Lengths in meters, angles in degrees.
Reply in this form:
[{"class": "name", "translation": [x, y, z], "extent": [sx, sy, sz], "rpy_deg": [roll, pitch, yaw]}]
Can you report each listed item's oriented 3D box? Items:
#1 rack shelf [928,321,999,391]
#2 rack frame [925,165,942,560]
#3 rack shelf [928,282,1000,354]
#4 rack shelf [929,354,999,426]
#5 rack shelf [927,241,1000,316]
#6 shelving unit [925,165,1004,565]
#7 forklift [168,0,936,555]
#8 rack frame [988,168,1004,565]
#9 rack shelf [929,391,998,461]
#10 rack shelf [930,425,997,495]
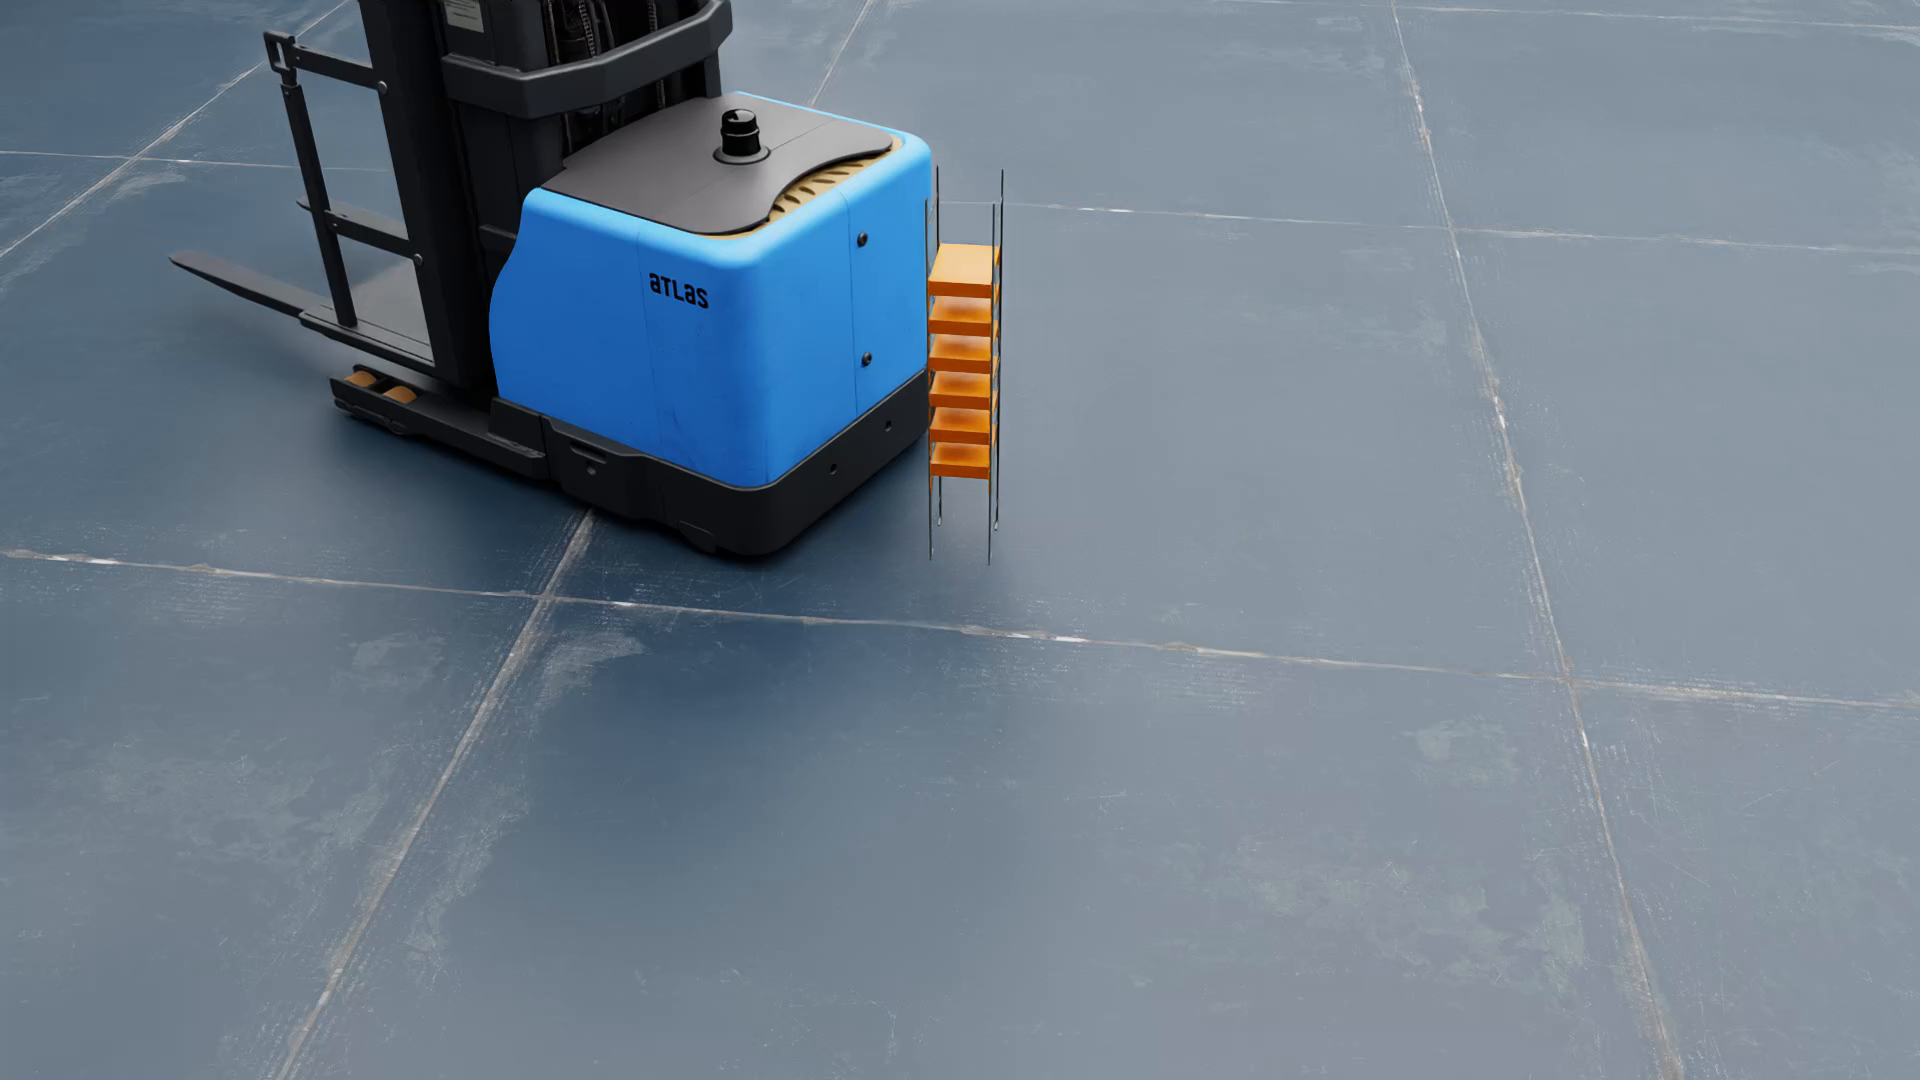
[{"class": "rack shelf", "translation": [0.014, -0.549, 4.856], "extent": [0.180, 0.103, 0.258], "rpy_deg": [4, 36, 6]}, {"class": "rack frame", "translation": [-0.076, -0.494, 4.909], "extent": [0.006, 1.200, 0.240], "rpy_deg": [4, 36, 6]}, {"class": "rack shelf", "translation": [0.014, -0.646, 4.786], "extent": [0.180, 0.103, 0.258], "rpy_deg": [4, 36, 6]}, {"class": "rack shelf", "translation": [0.014, -0.451, 4.926], "extent": [0.180, 0.103, 0.258], "rpy_deg": [4, 36, 6]}, {"class": "rack shelf", "translation": [0.014, -0.744, 4.717], "extent": [0.180, 0.103, 0.258], "rpy_deg": [4, 36, 6]}, {"class": "shelving unit", "translation": [0.014, -0.487, 4.900], "extent": [0.189, 1.200, 0.258], "rpy_deg": [4, 36, 6]}, {"class": "forklift", "translation": [-1.592, -1.793, 5.239], "extent": [3.031, 2.935, 1.130], "rpy_deg": [20, 40, 26]}, {"class": "rack frame", "translation": [0.105, -0.481, 4.890], "extent": [0.006, 1.200, 0.240], "rpy_deg": [4, 36, 6]}, {"class": "rack shelf", "translation": [0.014, -0.353, 4.995], "extent": [0.180, 0.103, 0.258], "rpy_deg": [4, 36, 6]}, {"class": "rack shelf", "translation": [0.014, -0.256, 5.065], "extent": [0.180, 0.103, 0.258], "rpy_deg": [4, 36, 6]}]
